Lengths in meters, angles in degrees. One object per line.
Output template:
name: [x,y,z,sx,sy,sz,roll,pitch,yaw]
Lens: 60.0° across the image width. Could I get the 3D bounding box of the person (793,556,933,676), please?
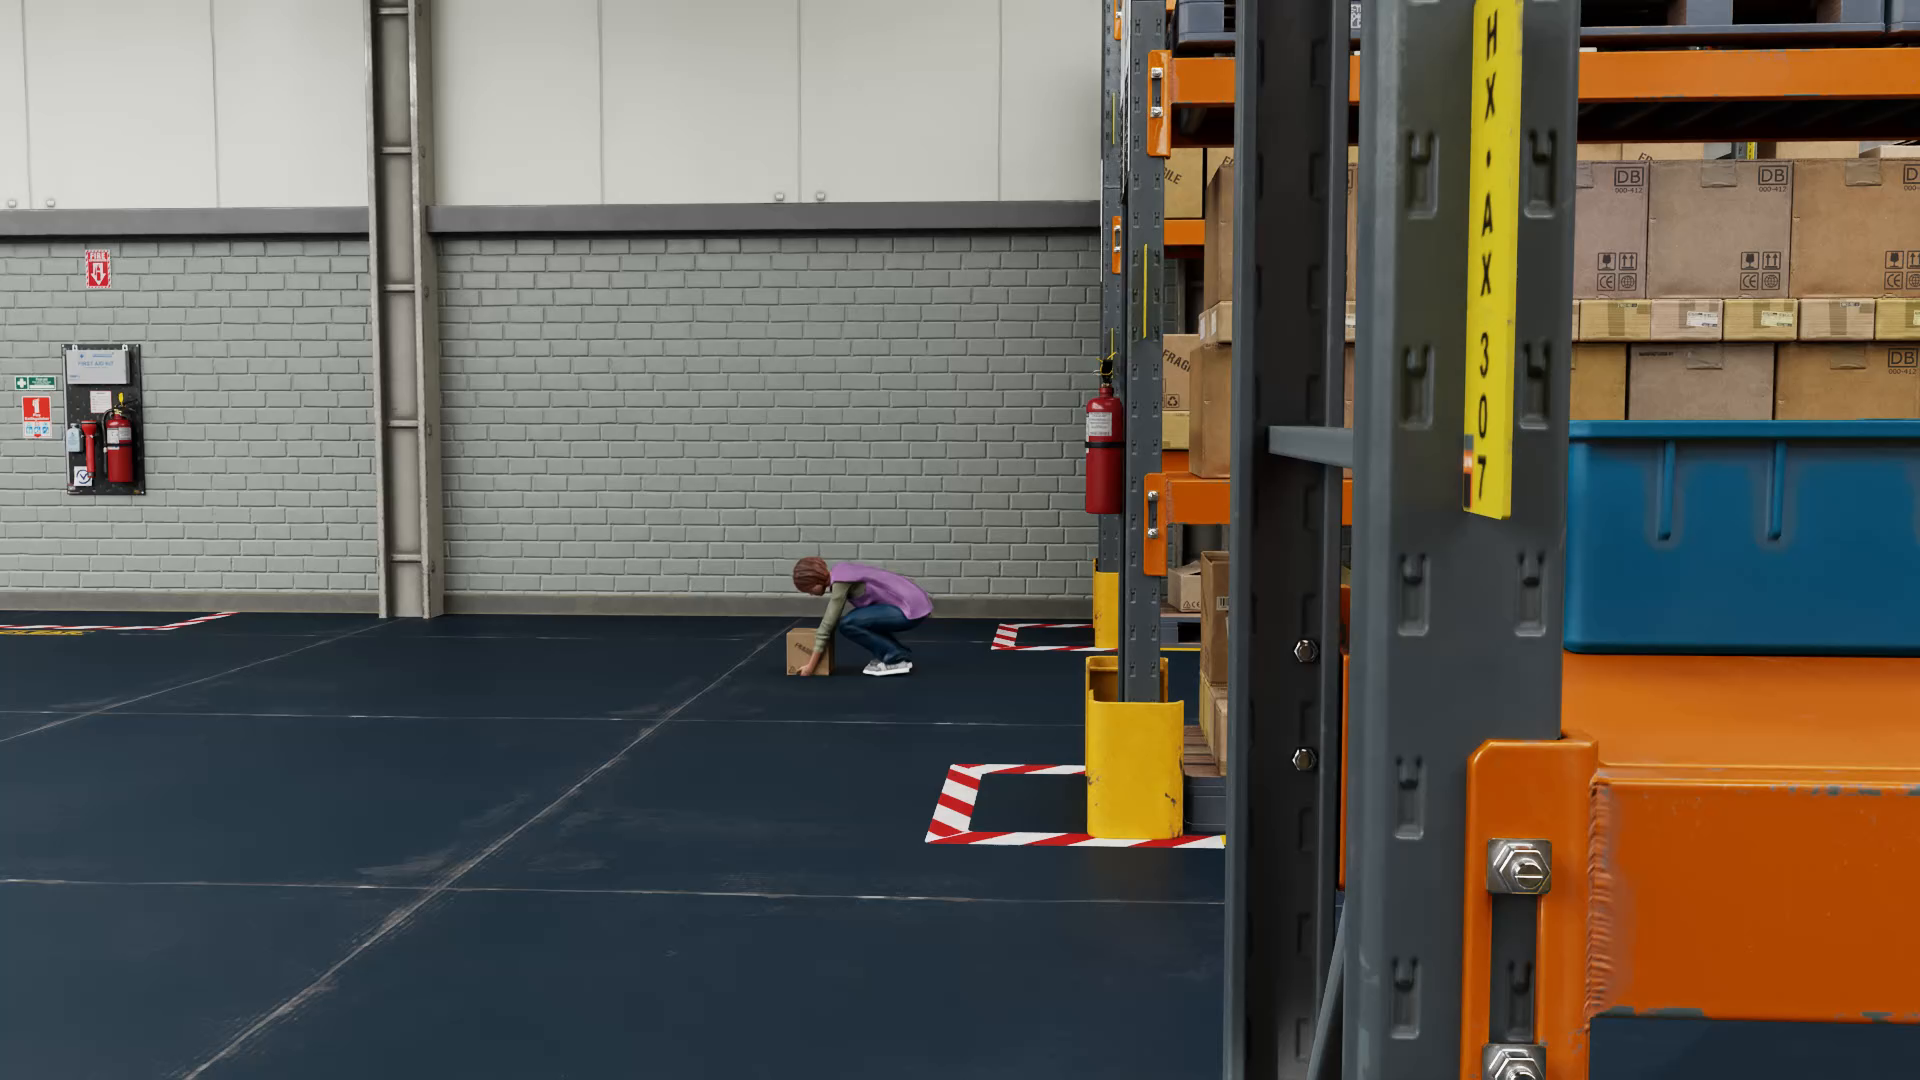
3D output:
person: [-0.575,0.480,9.912,0.834,0.770,0.431,0,4,3]
